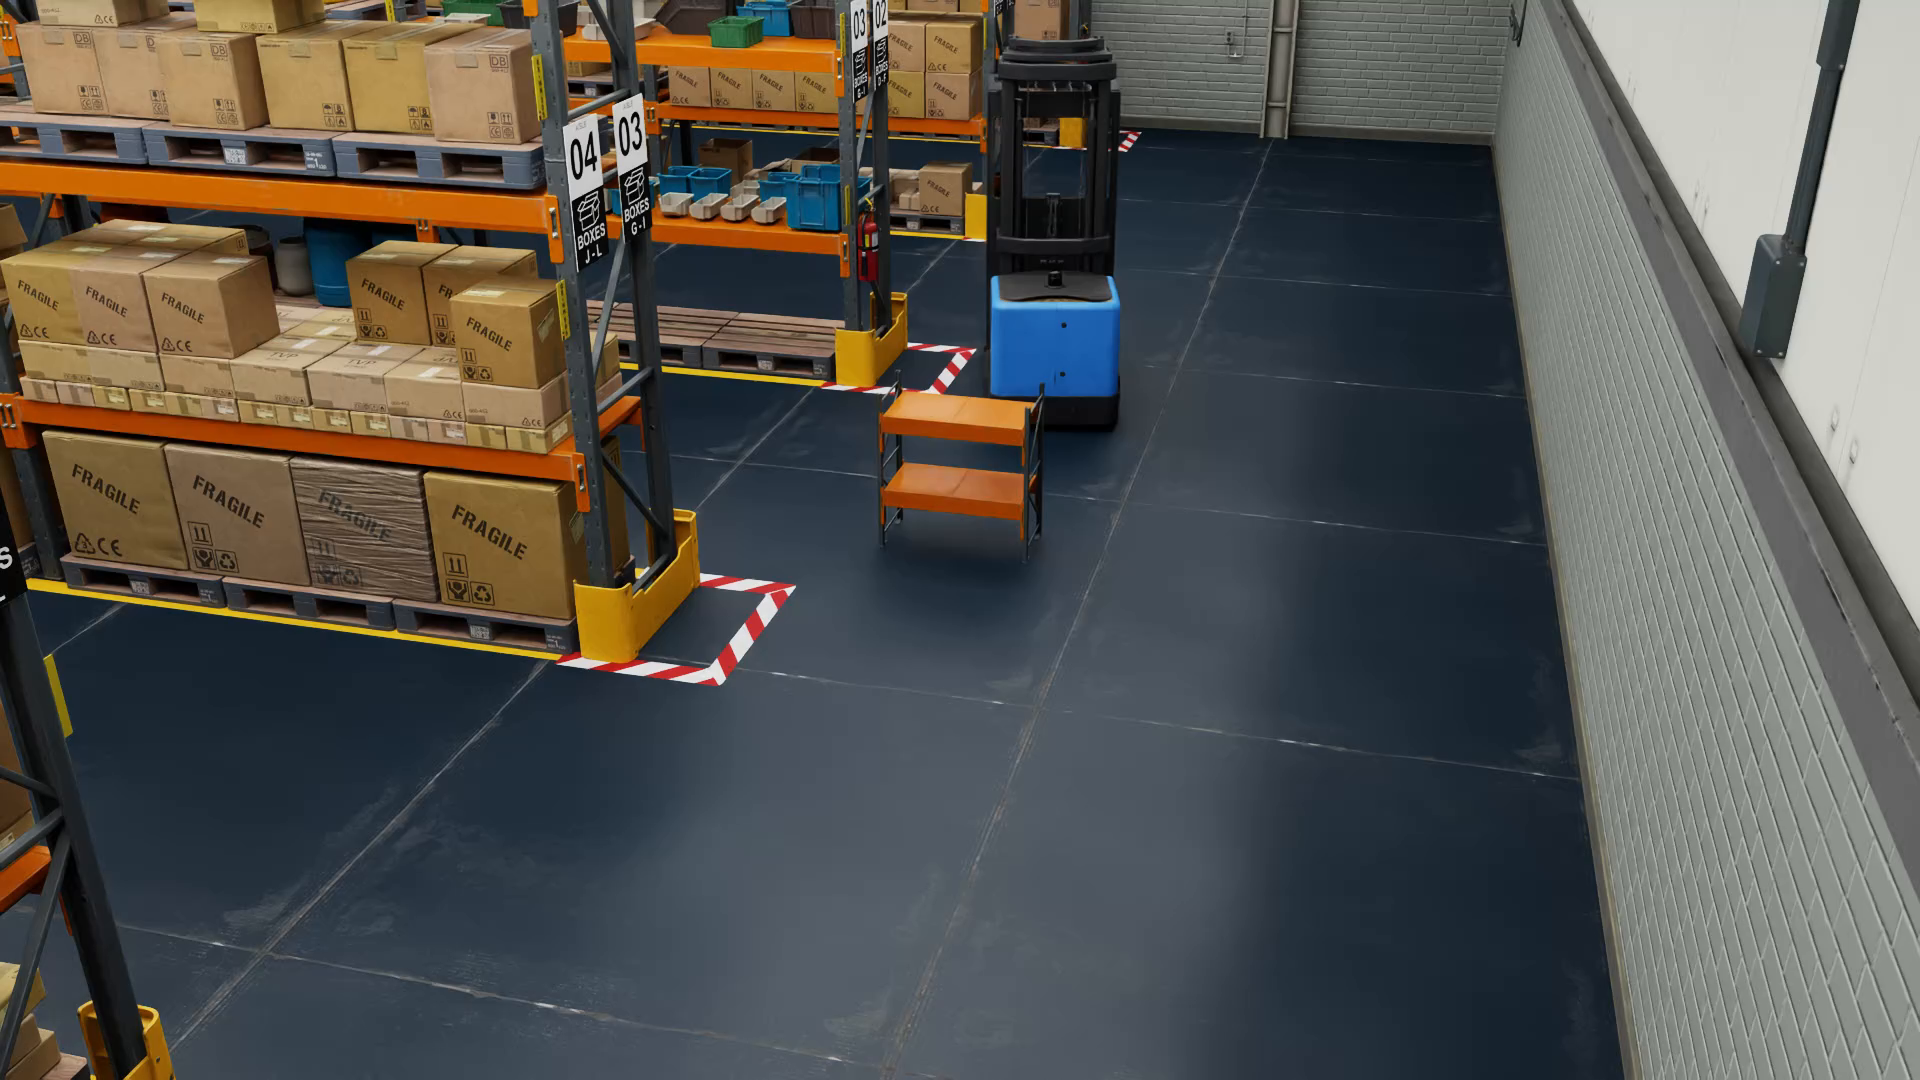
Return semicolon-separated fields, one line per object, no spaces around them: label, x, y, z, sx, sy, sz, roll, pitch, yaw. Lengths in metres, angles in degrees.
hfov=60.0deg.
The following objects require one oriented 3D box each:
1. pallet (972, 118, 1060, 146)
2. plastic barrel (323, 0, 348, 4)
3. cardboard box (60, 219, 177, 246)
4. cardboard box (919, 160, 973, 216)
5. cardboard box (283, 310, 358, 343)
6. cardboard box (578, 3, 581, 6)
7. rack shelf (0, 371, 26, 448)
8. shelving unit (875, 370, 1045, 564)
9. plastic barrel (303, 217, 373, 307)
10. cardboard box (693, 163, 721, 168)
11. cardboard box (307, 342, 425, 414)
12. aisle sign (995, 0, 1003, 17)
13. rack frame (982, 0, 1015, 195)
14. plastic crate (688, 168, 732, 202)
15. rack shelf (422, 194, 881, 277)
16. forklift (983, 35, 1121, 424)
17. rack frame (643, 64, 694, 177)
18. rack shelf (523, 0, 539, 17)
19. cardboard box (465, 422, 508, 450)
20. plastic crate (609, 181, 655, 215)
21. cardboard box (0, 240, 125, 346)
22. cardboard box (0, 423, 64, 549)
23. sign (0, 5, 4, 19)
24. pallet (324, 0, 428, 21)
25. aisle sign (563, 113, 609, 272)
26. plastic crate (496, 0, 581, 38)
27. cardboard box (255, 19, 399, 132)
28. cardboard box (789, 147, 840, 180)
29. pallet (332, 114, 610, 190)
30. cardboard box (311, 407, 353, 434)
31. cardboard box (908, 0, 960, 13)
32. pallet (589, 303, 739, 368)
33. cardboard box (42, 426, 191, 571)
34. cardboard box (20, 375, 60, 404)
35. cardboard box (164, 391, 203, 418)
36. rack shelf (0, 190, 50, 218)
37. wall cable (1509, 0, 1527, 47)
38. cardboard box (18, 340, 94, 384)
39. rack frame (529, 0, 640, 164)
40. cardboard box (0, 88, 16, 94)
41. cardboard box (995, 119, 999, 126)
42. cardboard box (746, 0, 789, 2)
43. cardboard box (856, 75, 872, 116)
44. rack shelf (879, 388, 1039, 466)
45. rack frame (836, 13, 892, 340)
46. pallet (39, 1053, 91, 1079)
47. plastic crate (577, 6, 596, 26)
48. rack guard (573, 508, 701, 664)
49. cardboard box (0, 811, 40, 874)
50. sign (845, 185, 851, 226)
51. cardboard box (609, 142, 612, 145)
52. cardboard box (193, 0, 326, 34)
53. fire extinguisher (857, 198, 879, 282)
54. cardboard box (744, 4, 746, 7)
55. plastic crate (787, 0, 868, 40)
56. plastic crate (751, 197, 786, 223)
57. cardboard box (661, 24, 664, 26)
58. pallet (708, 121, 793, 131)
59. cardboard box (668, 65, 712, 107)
pallet;0.867;-5.845;23.664;1.213;0.211;1.003;6;26;13
plastic barrel;-5.615;-4.997;14.441;0.600;0.588;0.600;0;25;0
cardboard box;-5.403;-1.760;10.795;0.500;0.500;0.500;7;26;14
cardboard box;-0.158;-4.014;18.970;0.500;0.500;0.500;6;26;13
cardboard box;-3.936;-1.257;10.611;0.500;0.250;0.500;6;26;12
cardboard box;-5.681;-7.938;24.329;0.500;0.500;0.500;7;26;15
rack shelf;-7.852;-1.182;11.462;4.000;0.370;1.077;6;26;13
shelving unit;0.007;-0.507;11.388;1.048;1.125;0.538;6;26;13
plastic barrel;-5.889;-2.738;15.846;0.708;0.901;0.600;6;26;13
cardboard box;-3.091;-4.266;19.719;0.500;0.311;0.500;6;26;13
cardboard box;-3.560;-0.982;10.032;0.500;0.250;0.500;5;26;11
aisle sign;0.420;-6.027;17.778;0.004;0.787;0.394;6;26;13
rack frame;0.430;-4.988;18.620;0.127;3.000;1.000;6;26;13
plastic crate;-2.239;-3.183;14.952;0.300;0.233;0.416;6;26;13
rack shelf;-2.744;-2.816;14.894;4.000;0.370;1.077;6;26;13
forklift;0.764;-2.842;14.191;1.130;2.935;3.031;0;25;0
rack frame;-3.444;-5.417;19.520;0.127;3.000;1.000;6;26;13
rack shelf;-3.978;-3.282;9.359;4.000;0.370;1.077;6;26;13
cardboard box;-2.720;-0.679;9.862;0.250;0.149;0.380;7;26;14
plastic crate;-2.860;-2.991;14.550;0.300;0.233;0.416;6;26;13
cardboard box;-5.514;-1.540;10.334;0.500;0.500;0.500;6;26;13
cardboard box;-6.539;-0.583;11.351;0.875;0.875;1.225;6;26;13
sign;-8.685;-4.860;14.984;0.005;0.325;0.100;6;26;13
pallet;-5.464;-4.667;14.676;1.003;0.211;1.213;6;26;13
aisle sign;-2.046;-1.906;9.121;0.004;0.787;0.394;6;26;13
plastic crate;-3.546;-4.403;14.053;0.590;0.269;0.497;6;26;13
cardboard box;-3.585;-2.678;9.556;0.500;0.500;0.700;5;26;9
cardboard box;-1.623;-4.289;19.544;0.637;0.503;0.797;6;26;13
pallet;-2.762;-2.254;9.490;1.213;0.211;1.003;6;26;13
cardboard box;-3.708;-0.789;10.091;0.250;0.149;0.380;6;26;13
cardboard box;-0.280;-7.396;23.327;0.700;0.700;0.980;5;26;10
pallet;-2.774;-1.904;15.384;1.213;0.211;1.003;6;26;13
cardboard box;-5.295;-0.419;11.006;0.875;0.875;0.875;6;26;13
cardboard box;-5.711;-1.009;10.555;0.250;0.149;0.380;6;26;13
cardboard box;-4.698;-0.899;10.322;0.250;0.149;0.380;6;26;12
rack shelf;-10.492;-3.672;16.693;4.000;0.370;1.077;6;26;13
wall cable;7.049;-7.604;20.746;0.112;2.526;3.097;6;26;13
cardboard box;-5.525;-1.200;10.492;0.500;0.250;0.500;6;26;12
rack frame;-2.041;-3.573;8.669;0.127;3.000;1.000;6;26;13
cardboard box;-12.662;-5.629;21.803;0.500;0.500;0.500;6;26;13
cardboard box;0.473;-6.199;23.582;0.500;0.500;0.700;6;26;13
cardboard box;-2.723;-7.612;23.646;0.500;0.500;0.500;6;26;12
cardboard box;-1.056;-5.078;18.692;0.500;0.500;0.500;7;26;13
rack shelf;0.007;-0.771;11.263;1.000;0.278;0.538;6;26;13
rack frame;-0.807;-2.927;14.290;0.127;3.000;1.000;6;26;13
pallet;-4.225;2.339;6.474;1.213;0.211;1.003;6;26;13
plastic crate;-3.354;-4.612;14.648;0.466;0.136;0.293;6;26;13
rack guard;-2.017;0.267;10.490;0.348;0.500;1.175;6;26;13
cardboard box;-3.606;1.132;6.057;0.250;0.149;0.380;6;26;13
sign;-0.928;-2.770;13.770;0.005;0.325;0.100;6;26;13
cardboard box;-4.470;-4.477;19.941;0.500;0.500;0.500;6;26;13
cardboard box;-3.994;-3.058;9.482;0.500;0.250;0.500;5;26;11
fire extinguisher;-0.774;-2.518;13.955;0.183;0.674;0.296;6;26;13
cardboard box;-2.393;-5.913;19.283;0.500;0.500;0.500;6;26;12
plastic crate;-1.111;-4.379;14.003;0.590;0.269;0.497;6;26;13
plastic crate;-1.642;-2.847;14.358;0.243;0.136;0.396;6;26;13
cardboard box;-3.057;-5.746;18.931;0.500;0.500;0.500;7;26;14
pallet;-2.980;-6.272;24.559;1.213;0.211;1.003;6;26;13
cardboard box;-3.018;-5.294;19.145;0.500;0.500;0.500;7;26;14
